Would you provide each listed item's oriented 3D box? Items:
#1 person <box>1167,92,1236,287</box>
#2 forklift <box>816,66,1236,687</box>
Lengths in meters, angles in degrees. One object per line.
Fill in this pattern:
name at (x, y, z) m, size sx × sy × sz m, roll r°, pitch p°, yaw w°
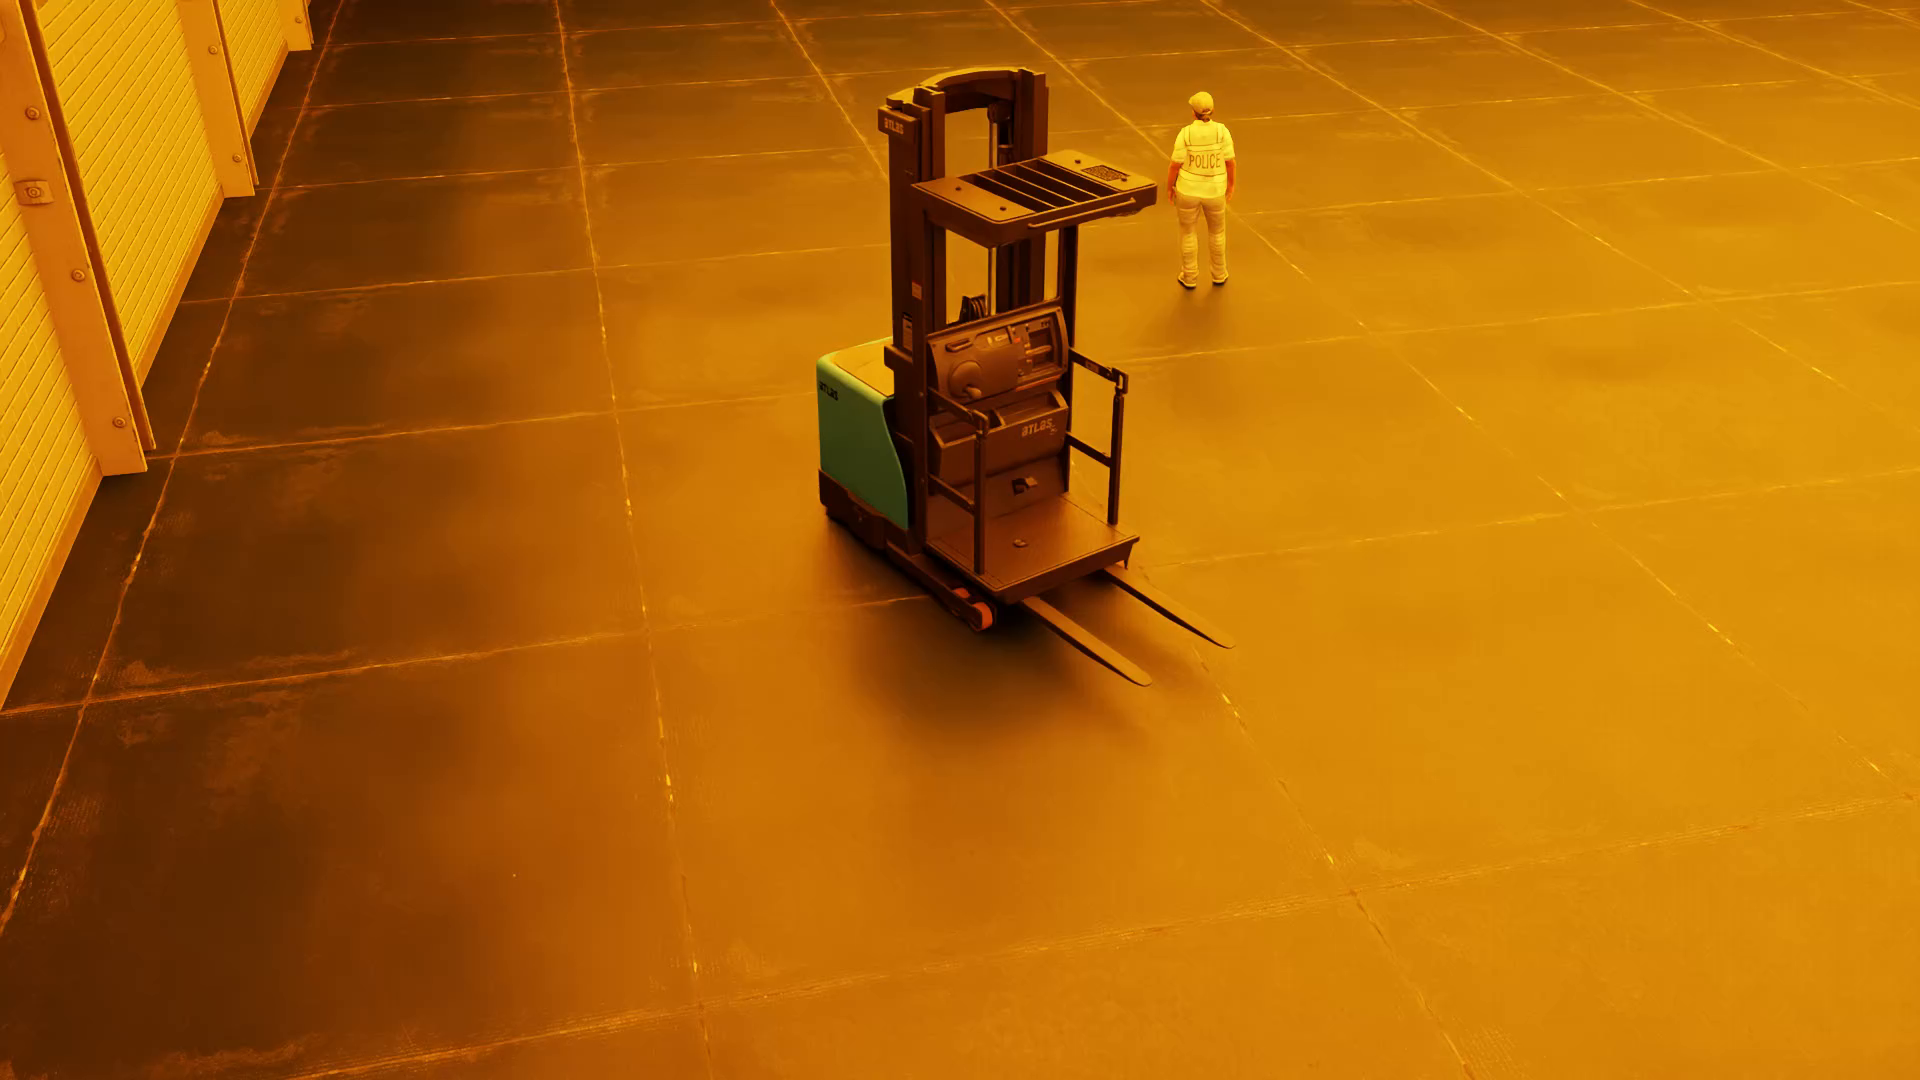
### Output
person at (2.022, -2.933, 13.890) m, size 0.598 × 1.670 × 0.529 m, roll 1°, pitch 30°, yaw 2°
forklift at (0.355, -1.021, 9.338) m, size 1.130 × 2.935 × 3.031 m, roll -20°, pitch 35°, yaw -30°
